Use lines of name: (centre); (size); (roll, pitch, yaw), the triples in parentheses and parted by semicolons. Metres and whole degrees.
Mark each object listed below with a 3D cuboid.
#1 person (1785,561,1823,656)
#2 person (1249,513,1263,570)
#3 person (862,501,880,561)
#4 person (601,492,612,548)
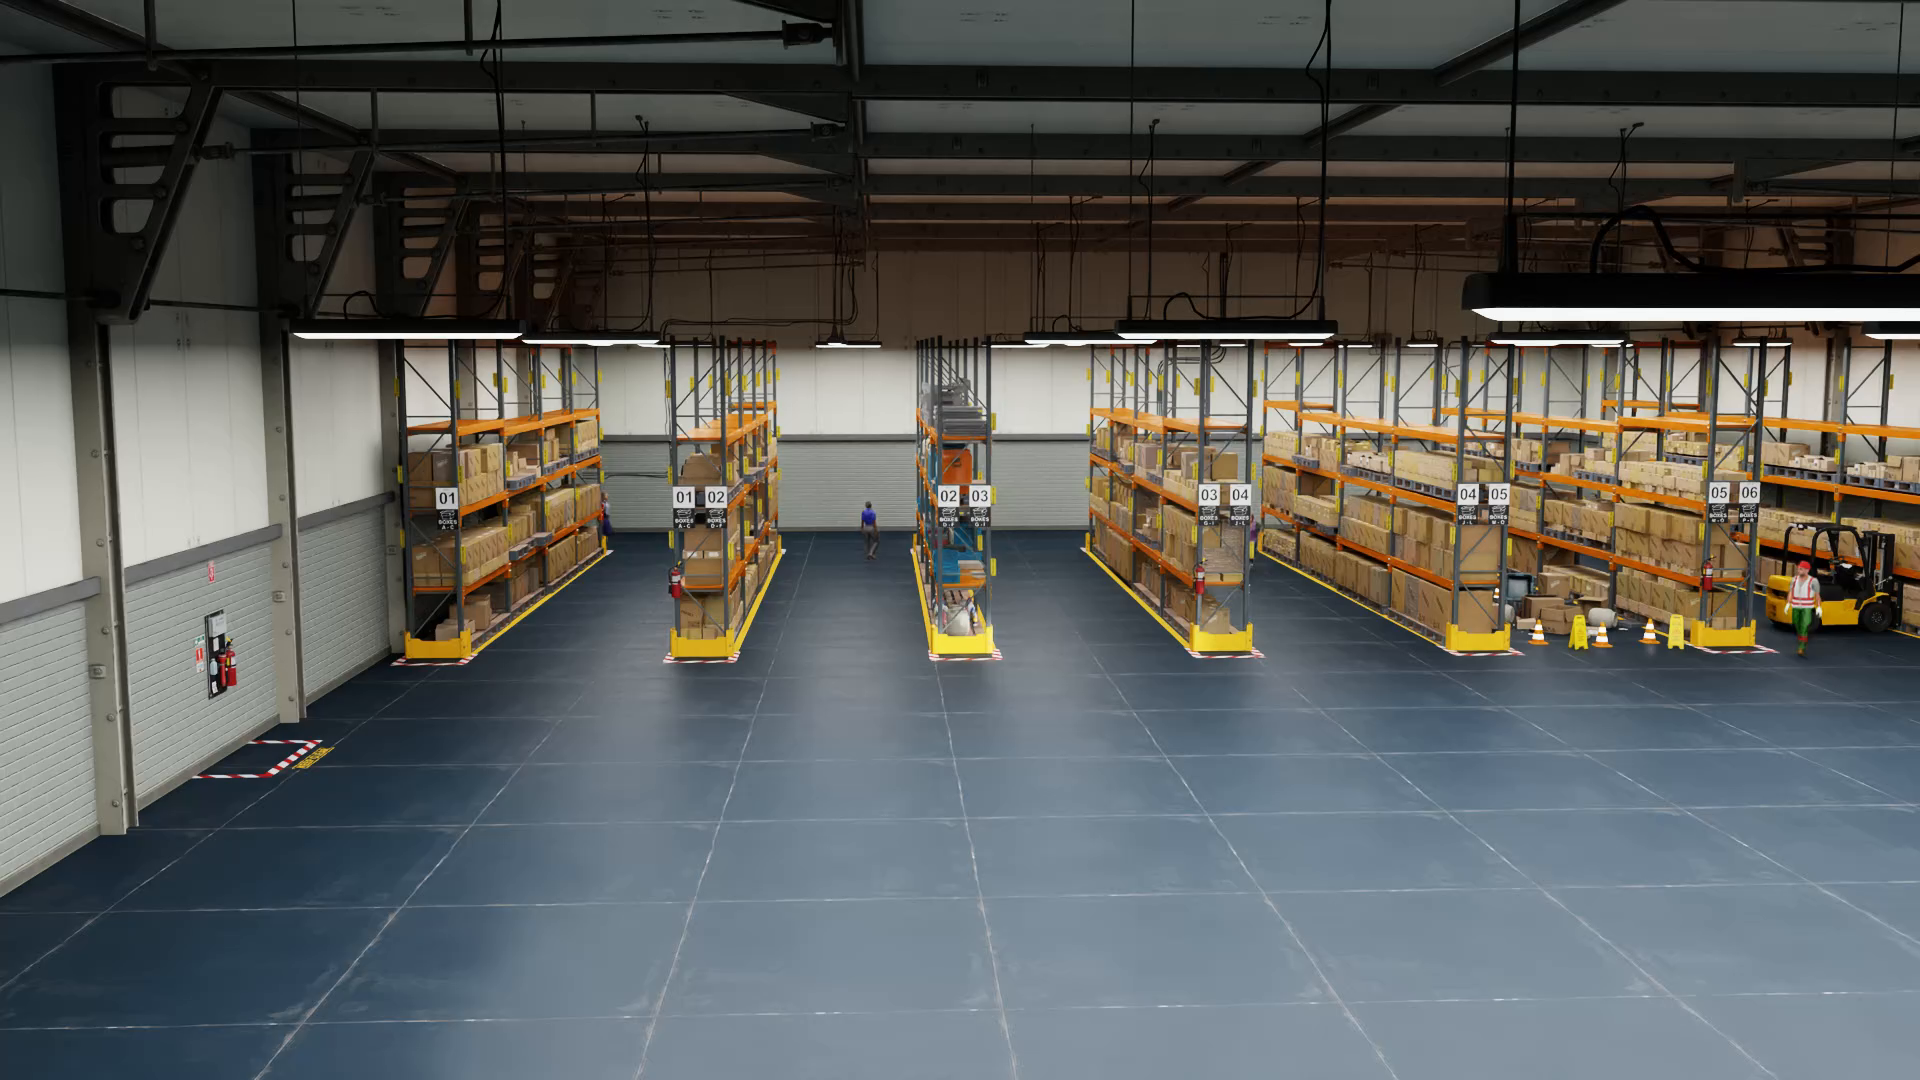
person: (15.953, 1.279, 31.461); (0.631, 1.752, 1.023); (6, 9, 41)
person: (7.615, 0.023, 43.445); (0.589, 1.510, 0.786); (1, 7, 6)
person: (-2.476, -0.232, 45.277); (0.492, 1.644, 0.460); (3, 7, 27)
person: (-10.303, -0.571, 48.224); (0.415, 1.669, 0.507); (-1, 7, -8)
